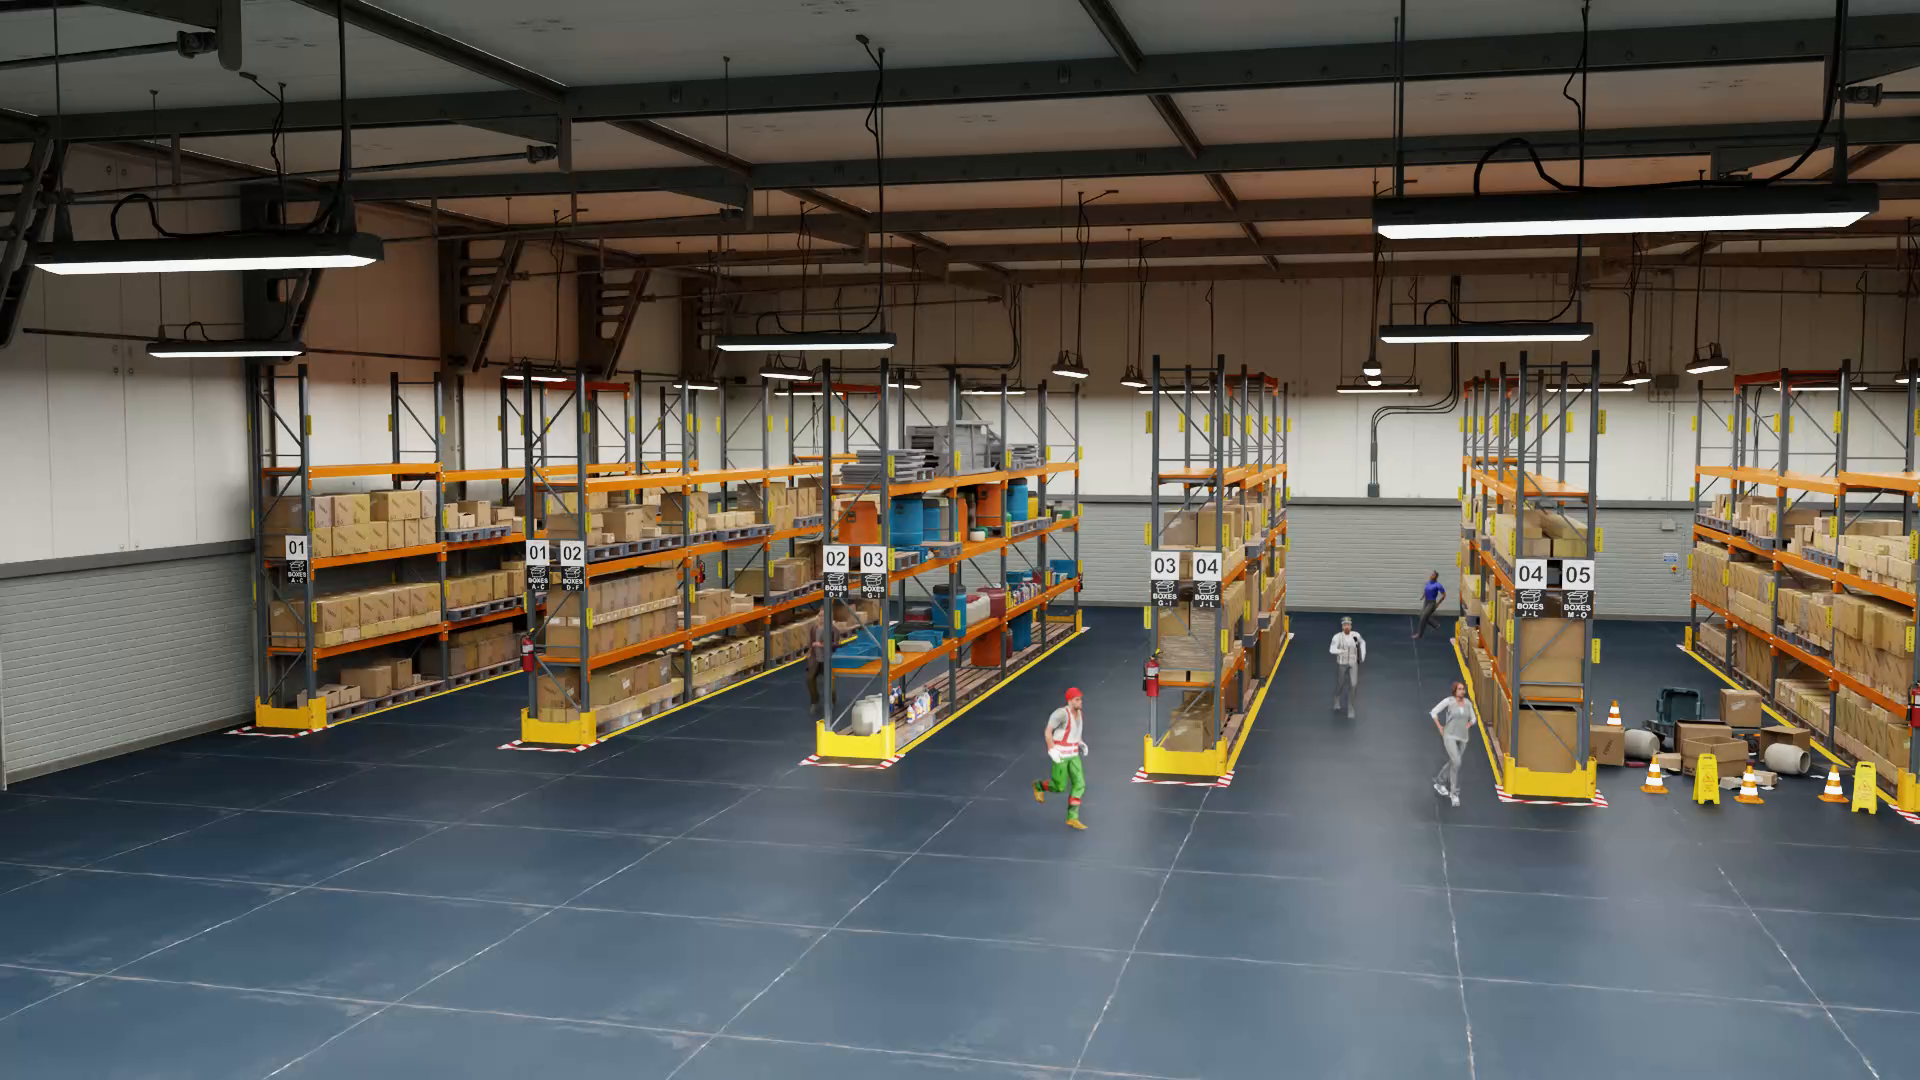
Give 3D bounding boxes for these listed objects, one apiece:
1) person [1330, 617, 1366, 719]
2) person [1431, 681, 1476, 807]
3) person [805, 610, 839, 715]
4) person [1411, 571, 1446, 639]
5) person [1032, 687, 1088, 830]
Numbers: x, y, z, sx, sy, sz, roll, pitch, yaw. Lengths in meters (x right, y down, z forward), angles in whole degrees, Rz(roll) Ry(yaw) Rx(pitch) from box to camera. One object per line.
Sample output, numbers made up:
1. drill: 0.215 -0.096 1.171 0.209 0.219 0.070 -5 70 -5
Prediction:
1. person: 6.697 2.179 28.755 0.625 1.748 0.862 0 4 7
2. person: 6.589 2.682 22.134 0.567 1.616 0.636 -1 4 -14
3. person: -2.396 2.118 28.941 0.670 1.816 0.813 1 4 19
4. person: 11.028 1.517 38.879 0.837 1.608 0.642 -2 4 -24
5. person: 1.279 2.708 20.907 0.662 1.759 0.895 -4 5 -43
